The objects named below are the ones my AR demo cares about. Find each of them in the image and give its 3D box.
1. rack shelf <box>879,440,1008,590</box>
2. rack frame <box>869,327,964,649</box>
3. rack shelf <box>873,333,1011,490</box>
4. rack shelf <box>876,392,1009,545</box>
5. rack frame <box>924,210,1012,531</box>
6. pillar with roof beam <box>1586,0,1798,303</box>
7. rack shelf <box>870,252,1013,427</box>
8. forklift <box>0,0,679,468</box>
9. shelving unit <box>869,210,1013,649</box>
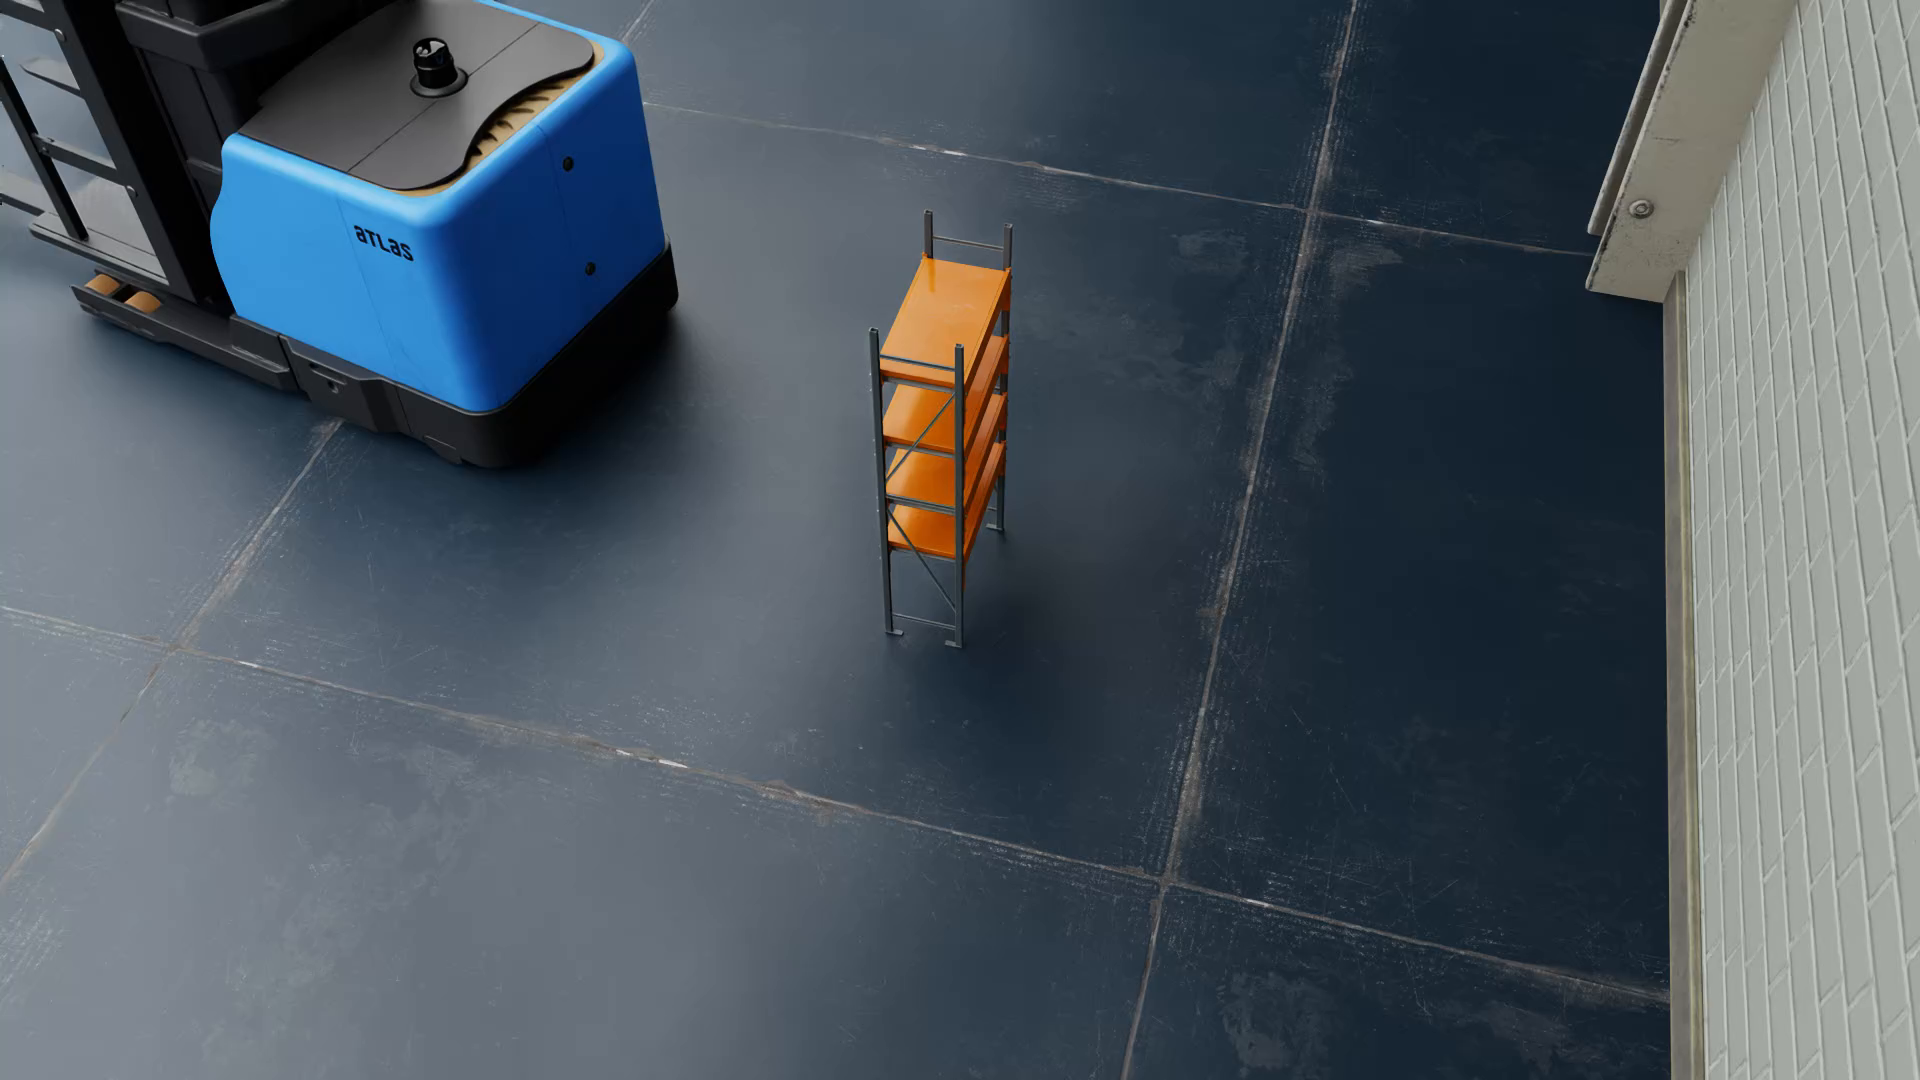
[{"bbox_3d":[-0.044,-0.101,4.894,0.258,0.148,0.480,12,50,10],"label":"rack shelf"},{"bbox_3d":[-0.108,-0.101,4.539,0.240,1.200,0.015,12,50,10],"label":"rack frame"},{"bbox_3d":[-0.044,-0.381,4.577,0.258,0.148,0.480,12,50,10],"label":"rack shelf"},{"bbox_3d":[-0.044,-0.233,4.745,0.258,0.148,0.480,12,50,10],"label":"rack shelf"},{"bbox_3d":[0.021,-0.454,4.850,0.240,1.200,0.015,12,50,10],"label":"rack frame"},{"bbox_3d":[-1.674,-4.851,3.529,9.100,9.000,0.400,12,50,10],"label":"pillar with roof beam"},{"bbox_3d":[-0.044,-0.537,4.400,0.258,0.148,0.480,12,50,10],"label":"rack shelf"},{"bbox_3d":[-2.547,-2.006,5.065,3.031,2.935,1.130,22,52,18],"label":"forklift"},{"bbox_3d":[-0.044,-0.277,4.694,0.258,1.200,0.503,12,50,10],"label":"shelving unit"}]
